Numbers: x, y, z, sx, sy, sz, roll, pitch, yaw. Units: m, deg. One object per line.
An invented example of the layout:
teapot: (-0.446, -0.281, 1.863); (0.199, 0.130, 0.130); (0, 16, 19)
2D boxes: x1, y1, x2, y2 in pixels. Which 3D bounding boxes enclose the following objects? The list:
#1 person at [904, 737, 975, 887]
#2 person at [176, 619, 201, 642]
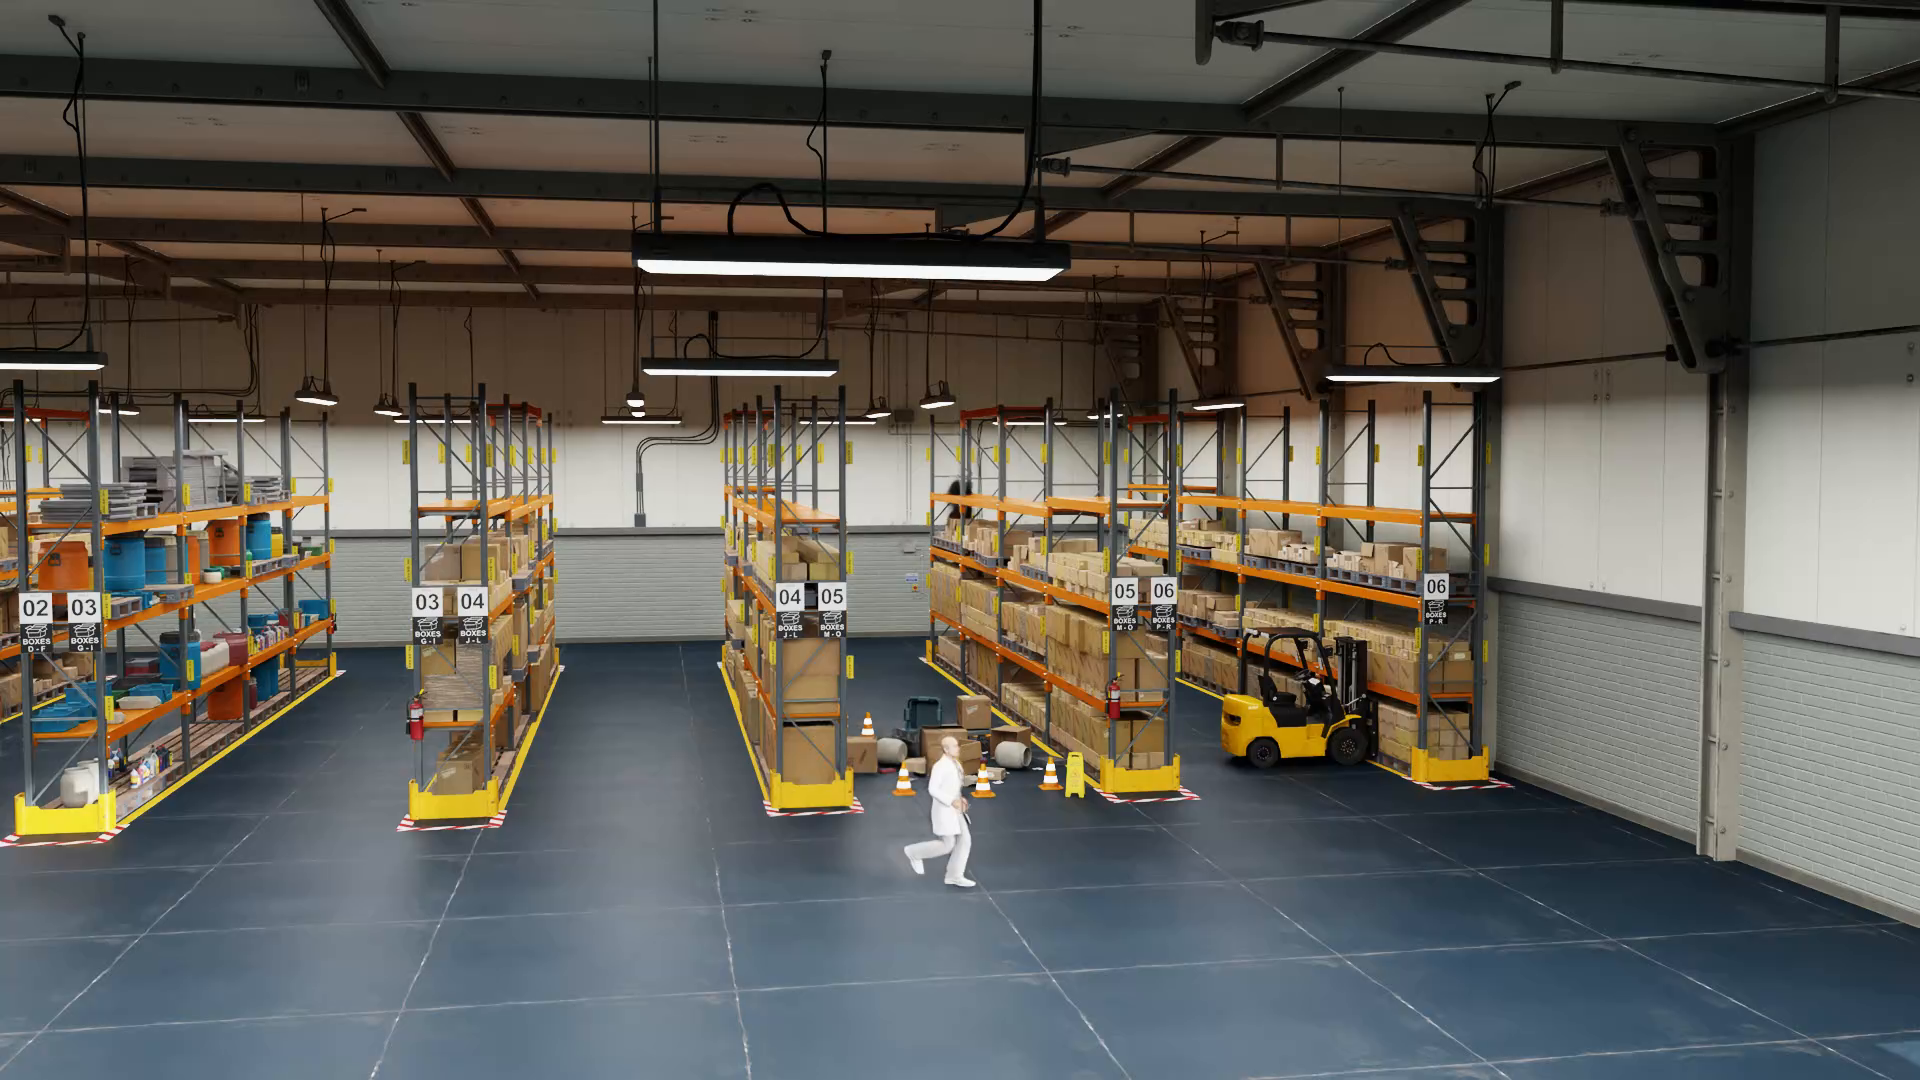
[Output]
person: (-0.216, 3.152, 19.386); (0.844, 1.740, 0.699); (1, 3, 23)
person: (-15.591, 2.437, 33.364); (0.643, 1.732, 0.603); (-1, 3, -12)
